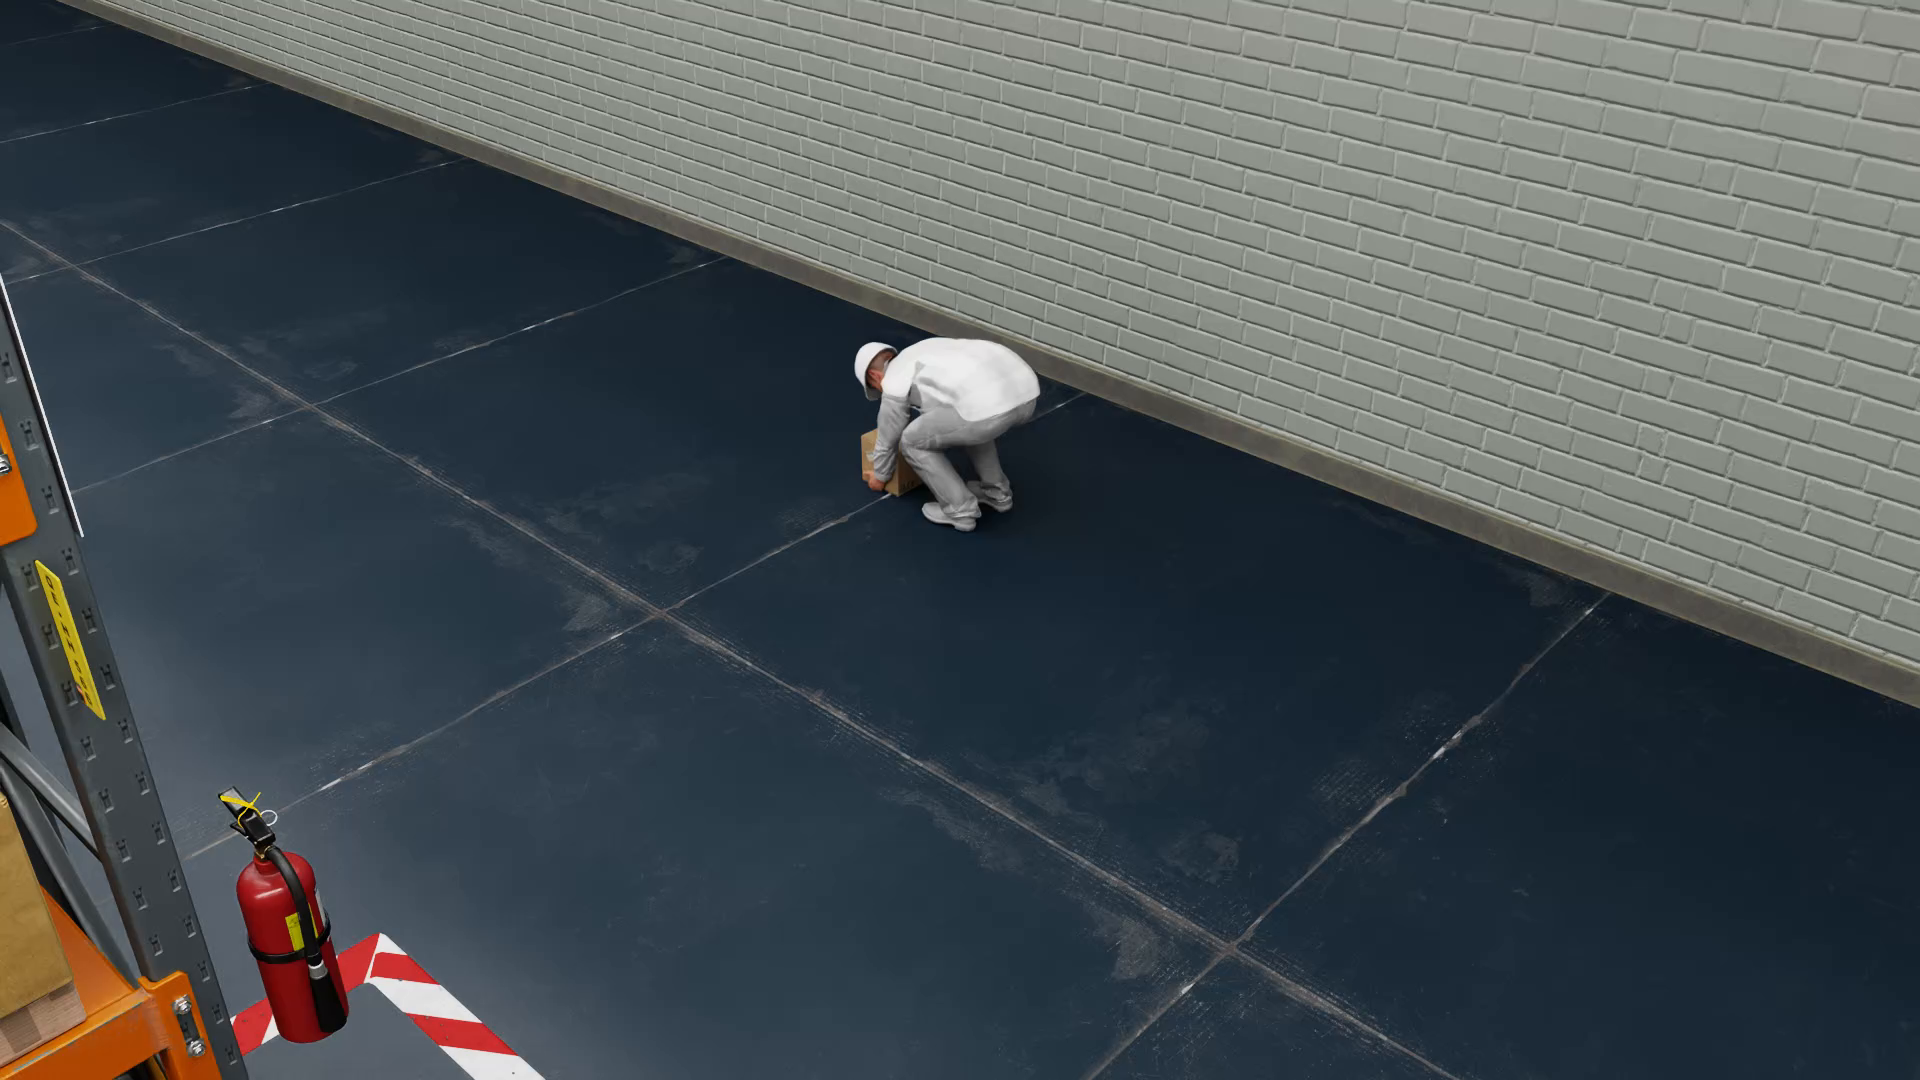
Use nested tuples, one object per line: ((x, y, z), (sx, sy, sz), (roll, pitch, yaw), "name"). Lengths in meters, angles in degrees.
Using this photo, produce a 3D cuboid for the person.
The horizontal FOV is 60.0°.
((-0.101, -0.569, 7.927), (1.003, 0.896, 0.520), (23, 38, 33), "person")
